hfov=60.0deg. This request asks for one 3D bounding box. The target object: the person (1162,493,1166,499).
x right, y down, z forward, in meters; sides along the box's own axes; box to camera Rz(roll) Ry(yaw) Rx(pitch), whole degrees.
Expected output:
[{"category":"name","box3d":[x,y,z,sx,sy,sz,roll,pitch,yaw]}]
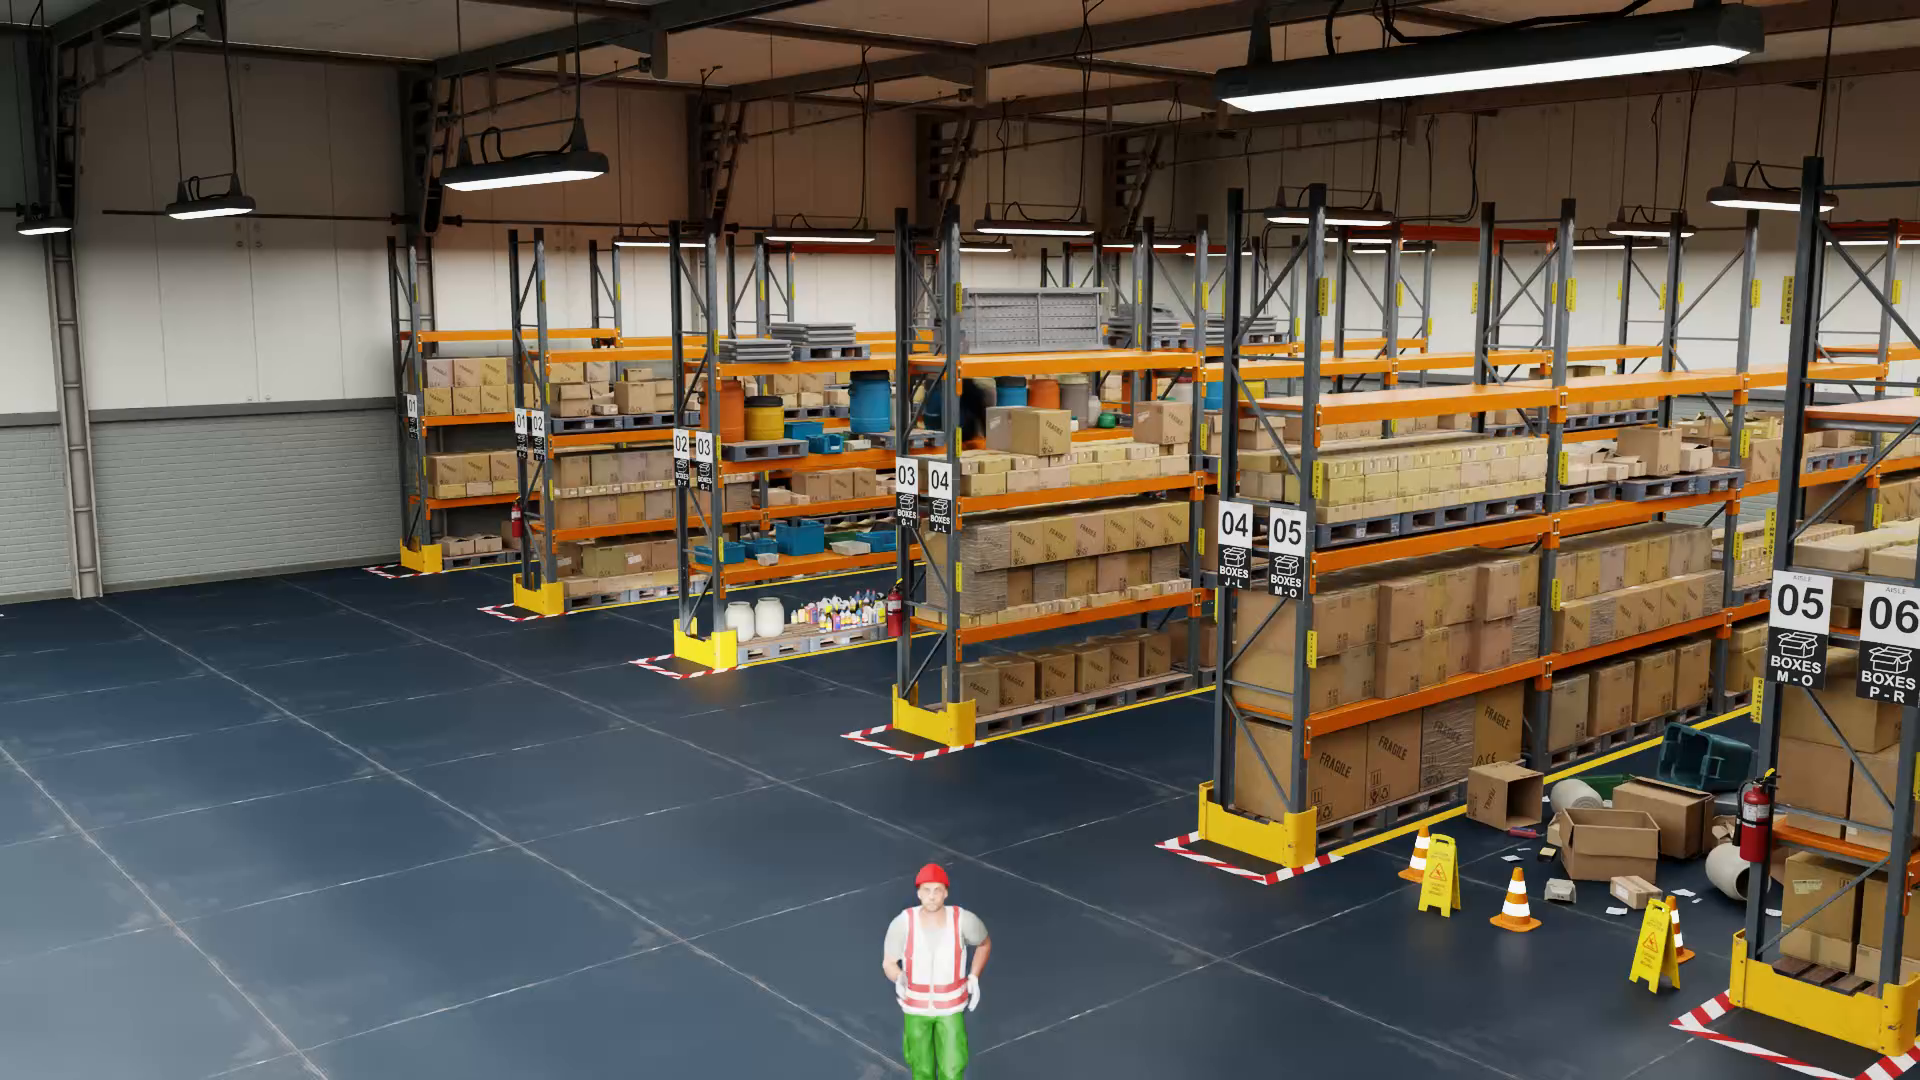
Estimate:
[{"category":"person","box3d":[3.196,0.130,25.410,0.595,1.740,0.812,8,12,42]}]

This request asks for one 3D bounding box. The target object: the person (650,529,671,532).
[{"category":"person","box3d":[-5.389,-0.268,29.785,0.651,1.730,0.590,7,11,37]}]

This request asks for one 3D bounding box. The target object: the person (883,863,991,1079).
[{"category":"person","box3d":[-0.147,2.796,9.836,0.639,1.759,0.612,1,9,3]}]
